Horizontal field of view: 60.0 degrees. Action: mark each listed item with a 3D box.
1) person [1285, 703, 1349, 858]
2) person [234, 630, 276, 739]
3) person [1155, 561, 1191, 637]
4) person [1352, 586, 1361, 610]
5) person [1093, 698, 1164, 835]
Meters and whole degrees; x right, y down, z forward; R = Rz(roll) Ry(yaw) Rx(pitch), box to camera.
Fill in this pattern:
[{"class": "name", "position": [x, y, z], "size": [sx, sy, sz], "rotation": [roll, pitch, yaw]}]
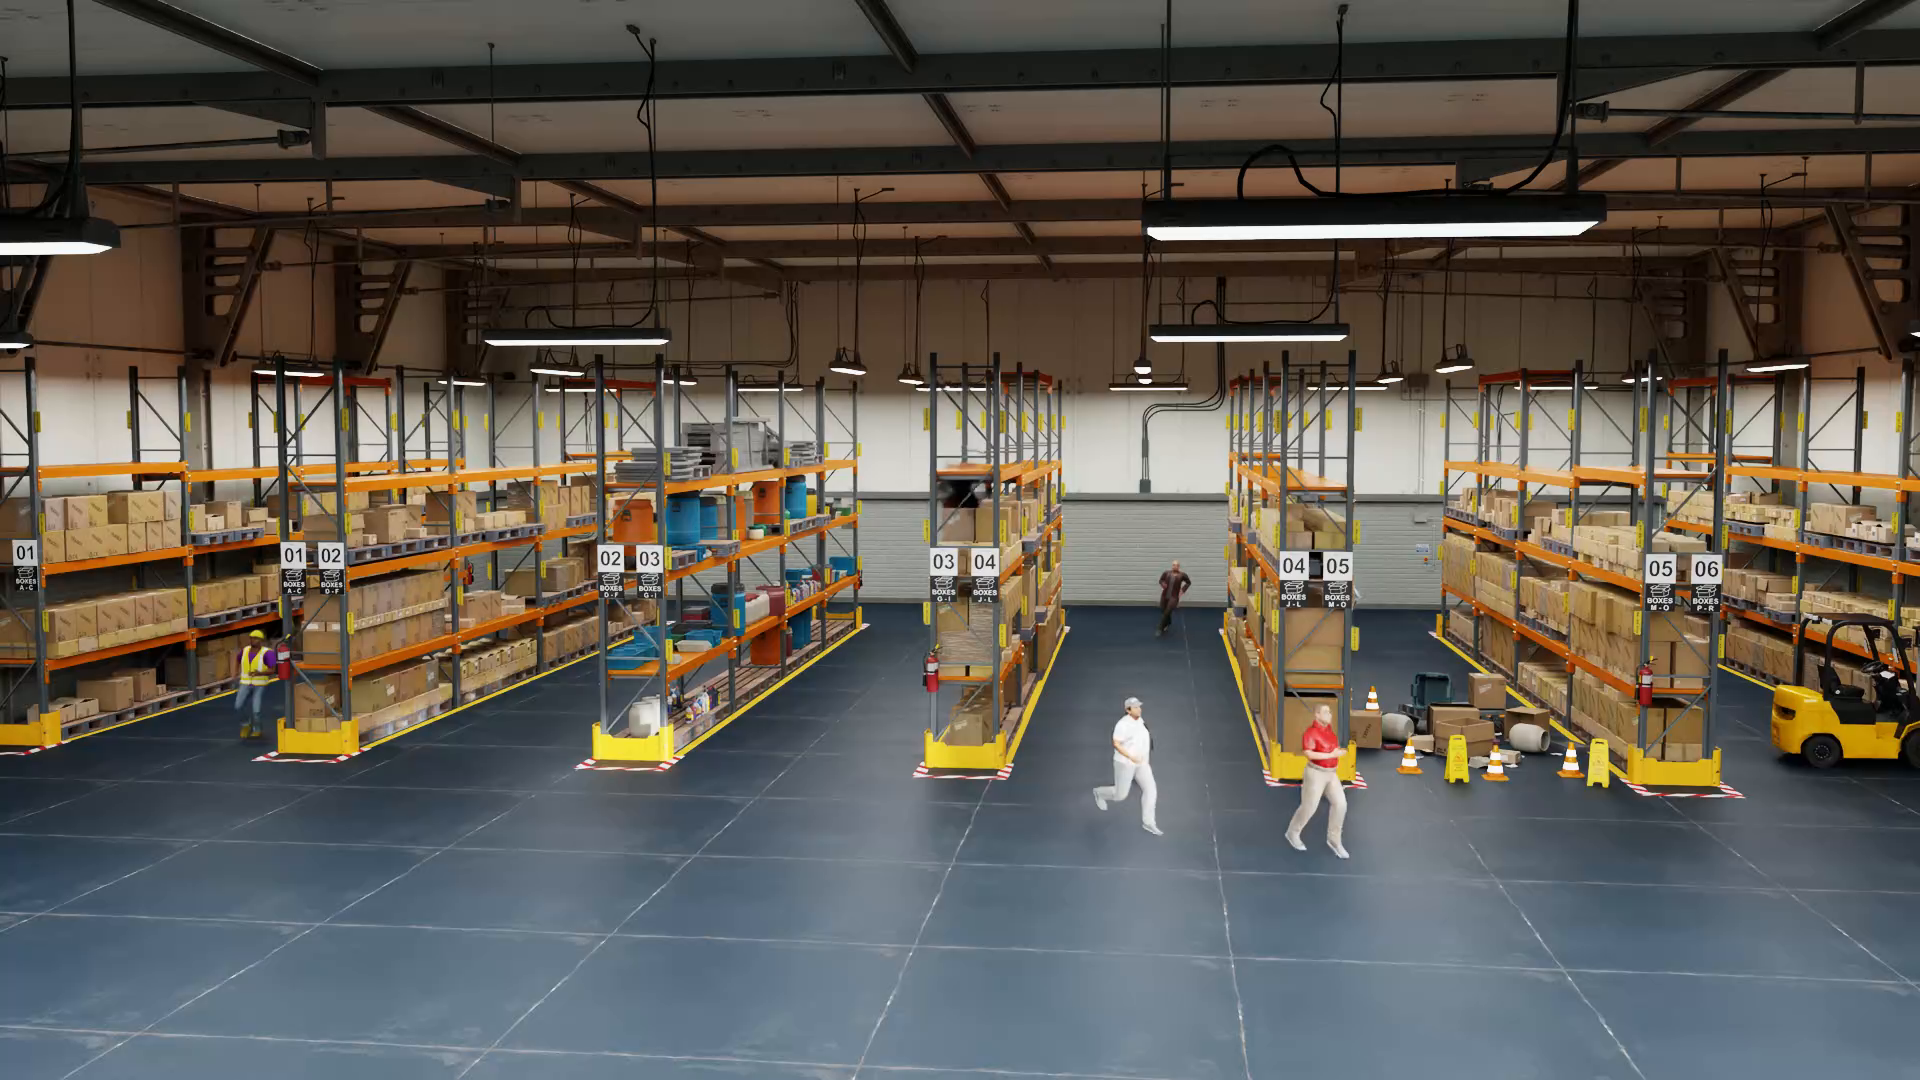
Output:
[{"class": "person", "position": [4.154, 2.783, 19.269], "size": [0.678, 1.806, 0.811], "rotation": [-4, 5, -42]}, {"class": "person", "position": [-11.137, 2.277, 26.230], "size": [0.715, 1.718, 0.612], "rotation": [0, 4, -5]}, {"class": "person", "position": [5.000, 1.366, 39.035], "size": [0.716, 1.763, 0.955], "rotation": [2, 5, 29]}, {"class": "person", "position": [8.683, 1.570, 37.361], "size": [0.547, 1.569, 0.813], "rotation": [-1, 4, -17]}, {"class": "person", "position": [2.083, 2.762, 20.479], "size": [0.585, 1.664, 1.006], "rotation": [-4, 5, -41]}]
